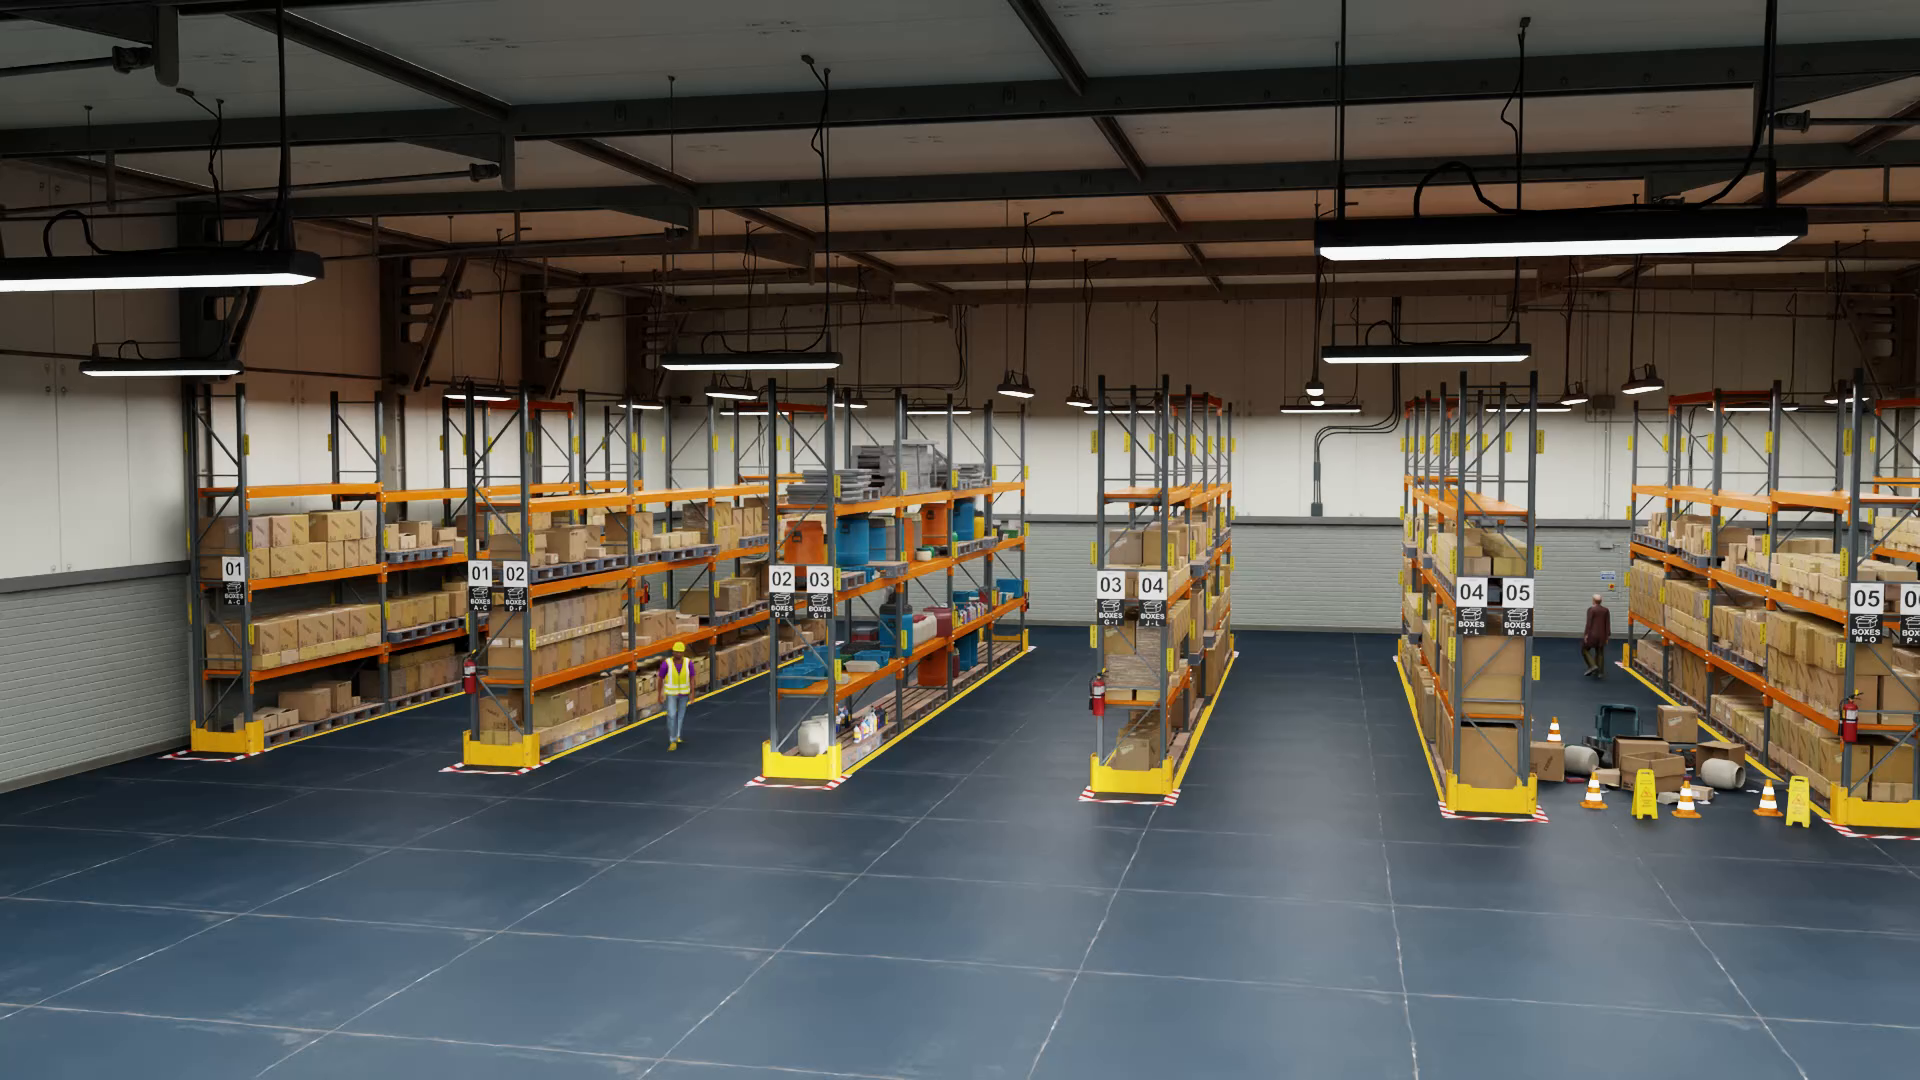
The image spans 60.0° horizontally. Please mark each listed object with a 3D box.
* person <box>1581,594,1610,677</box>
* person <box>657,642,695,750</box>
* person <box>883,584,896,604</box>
[{"bbox_3d":[13.715,2.062,35.801,0.638,1.779,0.531,-1,3,-13],"label":"person"},{"bbox_3d":[-4.661,2.542,27.477,0.593,1.718,0.951,-2,4,-27],"label":"person"},{"bbox_3d":[-1.690,1.708,42.558,0.971,1.662,0.507,0,3,-3],"label":"person"}]
